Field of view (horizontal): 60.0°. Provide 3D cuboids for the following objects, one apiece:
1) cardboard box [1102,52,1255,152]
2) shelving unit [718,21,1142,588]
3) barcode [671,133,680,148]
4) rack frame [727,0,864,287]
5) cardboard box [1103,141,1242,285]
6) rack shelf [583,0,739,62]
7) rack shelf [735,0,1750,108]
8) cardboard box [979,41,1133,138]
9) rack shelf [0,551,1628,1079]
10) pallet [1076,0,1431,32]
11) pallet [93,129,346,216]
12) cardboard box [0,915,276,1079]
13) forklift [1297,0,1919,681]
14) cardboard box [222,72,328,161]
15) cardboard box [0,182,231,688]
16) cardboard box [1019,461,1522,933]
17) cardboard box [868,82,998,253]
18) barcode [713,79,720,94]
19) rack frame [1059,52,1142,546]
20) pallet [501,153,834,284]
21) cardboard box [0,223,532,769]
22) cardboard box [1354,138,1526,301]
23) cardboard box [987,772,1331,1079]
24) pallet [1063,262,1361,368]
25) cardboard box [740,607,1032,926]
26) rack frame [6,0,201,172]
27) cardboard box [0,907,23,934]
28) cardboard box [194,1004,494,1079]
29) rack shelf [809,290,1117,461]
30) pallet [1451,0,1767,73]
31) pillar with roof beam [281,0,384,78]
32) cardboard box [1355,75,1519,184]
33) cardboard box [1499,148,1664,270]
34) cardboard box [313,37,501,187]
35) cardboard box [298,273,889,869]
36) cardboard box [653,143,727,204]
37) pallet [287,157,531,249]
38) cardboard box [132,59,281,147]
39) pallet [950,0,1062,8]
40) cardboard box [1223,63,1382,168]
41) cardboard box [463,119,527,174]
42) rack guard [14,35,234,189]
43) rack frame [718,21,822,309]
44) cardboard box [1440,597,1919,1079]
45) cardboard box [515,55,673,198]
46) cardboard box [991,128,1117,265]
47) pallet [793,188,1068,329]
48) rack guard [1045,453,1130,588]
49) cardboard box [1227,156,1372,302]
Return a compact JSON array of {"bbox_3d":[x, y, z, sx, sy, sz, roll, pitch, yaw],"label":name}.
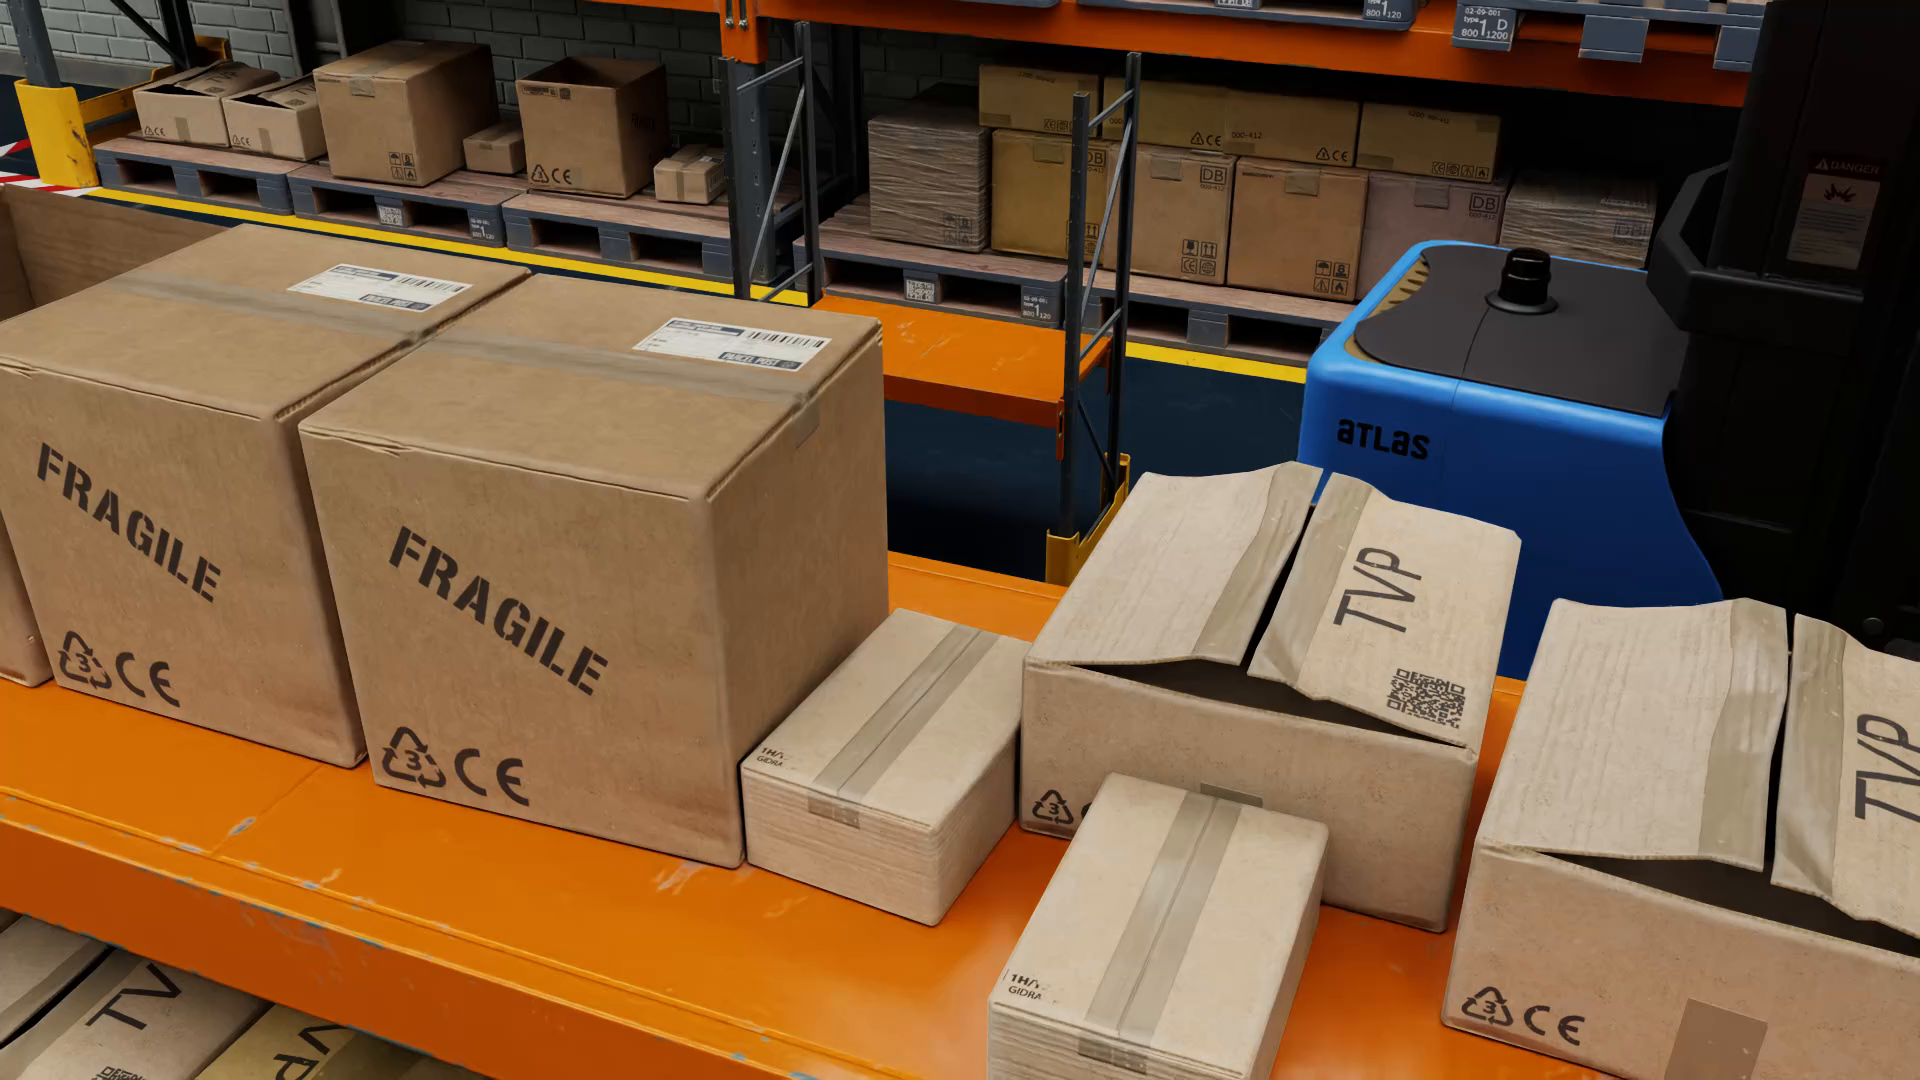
[{"bbox_3d":[0.881,-1.767,6.659,0.500,0.250,0.500,10,31,18],"label":"cardboard box"},{"bbox_3d":[-0.071,-0.667,4.906,1.083,1.500,0.587,11,31,19],"label":"shelving unit"},{"bbox_3d":[-1.375,-1.916,7.969,0.075,0.075,0.001,11,31,19],"label":"barcode"},{"bbox_3d":[-0.700,-2.640,6.873,0.127,3.000,1.000,11,31,19],"label":"rack frame"},{"bbox_3d":[0.944,-1.429,6.824,0.500,0.500,0.700,12,32,20],"label":"cardboard box"},{"bbox_3d":[-2.553,-2.697,7.704,4.000,0.370,1.077,11,31,19],"label":"rack shelf"},{"bbox_3d":[1.154,-1.957,6.395,4.000,0.370,1.077,11,31,19],"label":"rack shelf"},{"bbox_3d":[0.398,-1.861,6.826,0.500,0.250,0.500,11,31,18],"label":"cardboard box"},{"bbox_3d":[-0.705,0.240,2.362,3.687,0.071,0.831,11,31,19],"label":"rack shelf"},{"bbox_3d":[1.157,-2.164,6.225,1.213,0.211,1.003,11,31,19],"label":"pallet"},{"bbox_3d":[-3.596,-1.986,8.549,1.213,0.211,1.003,11,31,19],"label":"pallet"},{"bbox_3d":[-1.327,0.770,2.638,0.500,0.311,0.500,10,31,17],"label":"cardboard box"},{"bbox_3d":[2.336,-0.624,3.376,3.031,2.935,1.130,15,33,25],"label":"forklift"},{"bbox_3d":[-3.271,-2.127,8.250,0.500,0.311,0.500,14,32,23],"label":"cardboard box"},{"bbox_3d":[-1.365,-0.177,2.414,0.500,0.500,0.500,14,32,23],"label":"cardboard box"},{"bbox_3d":[0.392,0.144,2.037,0.500,0.311,0.500,11,31,19],"label":"cardboard box"},{"bbox_3d":[-0.011,-1.615,7.152,0.500,0.500,0.700,12,32,21],"label":"cardboard box"},{"bbox_3d":[-1.110,-2.092,7.671,0.075,0.075,0.001,11,31,19],"label":"barcode"},{"bbox_3d":[0.392,-0.575,4.742,0.032,1.500,0.500,11,31,19],"label":"rack frame"},{"bbox_3d":[-1.335,-1.534,7.750,1.213,0.211,1.003,11,31,19],"label":"pallet"},{"bbox_3d":[-0.901,-0.085,2.250,0.500,0.500,0.500,11,31,19],"label":"cardboard box"},{"bbox_3d":[1.886,-1.261,6.526,0.500,0.500,0.700,11,31,19],"label":"cardboard box"},{"bbox_3d":[0.211,0.428,1.699,0.250,0.149,0.380,11,31,19],"label":"cardboard box"},{"bbox_3d":[1.157,-1.058,6.907,1.213,0.211,1.003,11,31,19],"label":"pallet"},{"bbox_3d":[-0.055,0.258,2.000,0.250,0.149,0.380,14,32,23],"label":"cardboard box"},{"bbox_3d":[-4.406,-3.380,8.182,0.127,3.000,1.000,11,31,19],"label":"rack frame"},{"bbox_3d":[-1.808,0.674,2.806,0.500,0.311,0.500,11,31,19],"label":"cardboard box"},{"bbox_3d":[-0.844,0.863,2.472,0.500,0.311,0.500,12,32,20],"label":"cardboard box"},{"bbox_3d":[-0.079,-0.512,4.997,1.000,0.185,0.538,11,31,19],"label":"rack shelf"},{"bbox_3d":[2.306,-1.900,5.758,1.003,0.211,1.213,11,31,19],"label":"pallet"},{"bbox_3d":[-5.051,-4.294,3.702,0.400,9.000,9.100,11,31,19],"label":"pillar with roof beam"},{"bbox_3d":[1.815,-1.573,6.316,0.500,0.250,0.500,12,32,20],"label":"cardboard box"},{"bbox_3d":[2.320,-1.113,6.264,0.500,0.500,0.700,12,32,20],"label":"cardboard box"},{"bbox_3d":[-2.610,-2.050,7.923,0.500,0.500,0.700,9,31,16],"label":"cardboard box"},{"bbox_3d":[-0.413,0.013,2.077,0.500,0.500,0.500,10,31,16],"label":"cardboard box"},{"bbox_3d":[-1.207,-1.684,7.612,0.250,0.166,0.380,7,30,13],"label":"cardboard box"},{"bbox_3d":[-2.470,-1.759,8.148,1.213,0.211,1.003,11,31,19],"label":"pallet"},{"bbox_3d":[-3.799,-2.232,8.436,0.500,0.311,0.500,8,30,13],"label":"cardboard box"},{"bbox_3d":[-0.046,-2.349,6.552,1.213,0.211,1.003,11,31,19],"label":"pallet"},{"bbox_3d":[1.337,-1.666,6.481,0.500,0.250,0.500,11,31,19],"label":"cardboard box"},{"bbox_3d":[-2.174,-1.896,8.005,0.250,0.149,0.380,9,31,15],"label":"cardboard box"},{"bbox_3d":[-4.336,-2.278,8.772,0.348,0.500,1.175,11,31,19],"label":"rack guard"},{"bbox_3d":[-0.550,-0.763,5.075,0.032,1.500,0.500,11,31,19],"label":"rack frame"},{"bbox_3d":[0.827,0.311,1.742,0.500,0.311,0.500,13,32,22],"label":"cardboard box"},{"bbox_3d":[-1.676,-1.917,7.687,0.500,0.500,0.500,9,31,15],"label":"cardboard box"},{"bbox_3d":[0.486,-1.542,7.023,0.500,0.500,0.700,11,31,18],"label":"cardboard box"},{"bbox_3d":[0.022,-1.283,7.305,1.213,0.211,1.003,11,31,19],"label":"pallet"},{"bbox_3d":[0.391,-0.031,5.050,0.087,0.250,0.587,11,31,19],"label":"rack guard"},{"bbox_3d":[1.415,-1.340,6.666,0.500,0.500,0.700,11,31,19],"label":"cardboard box"}]
